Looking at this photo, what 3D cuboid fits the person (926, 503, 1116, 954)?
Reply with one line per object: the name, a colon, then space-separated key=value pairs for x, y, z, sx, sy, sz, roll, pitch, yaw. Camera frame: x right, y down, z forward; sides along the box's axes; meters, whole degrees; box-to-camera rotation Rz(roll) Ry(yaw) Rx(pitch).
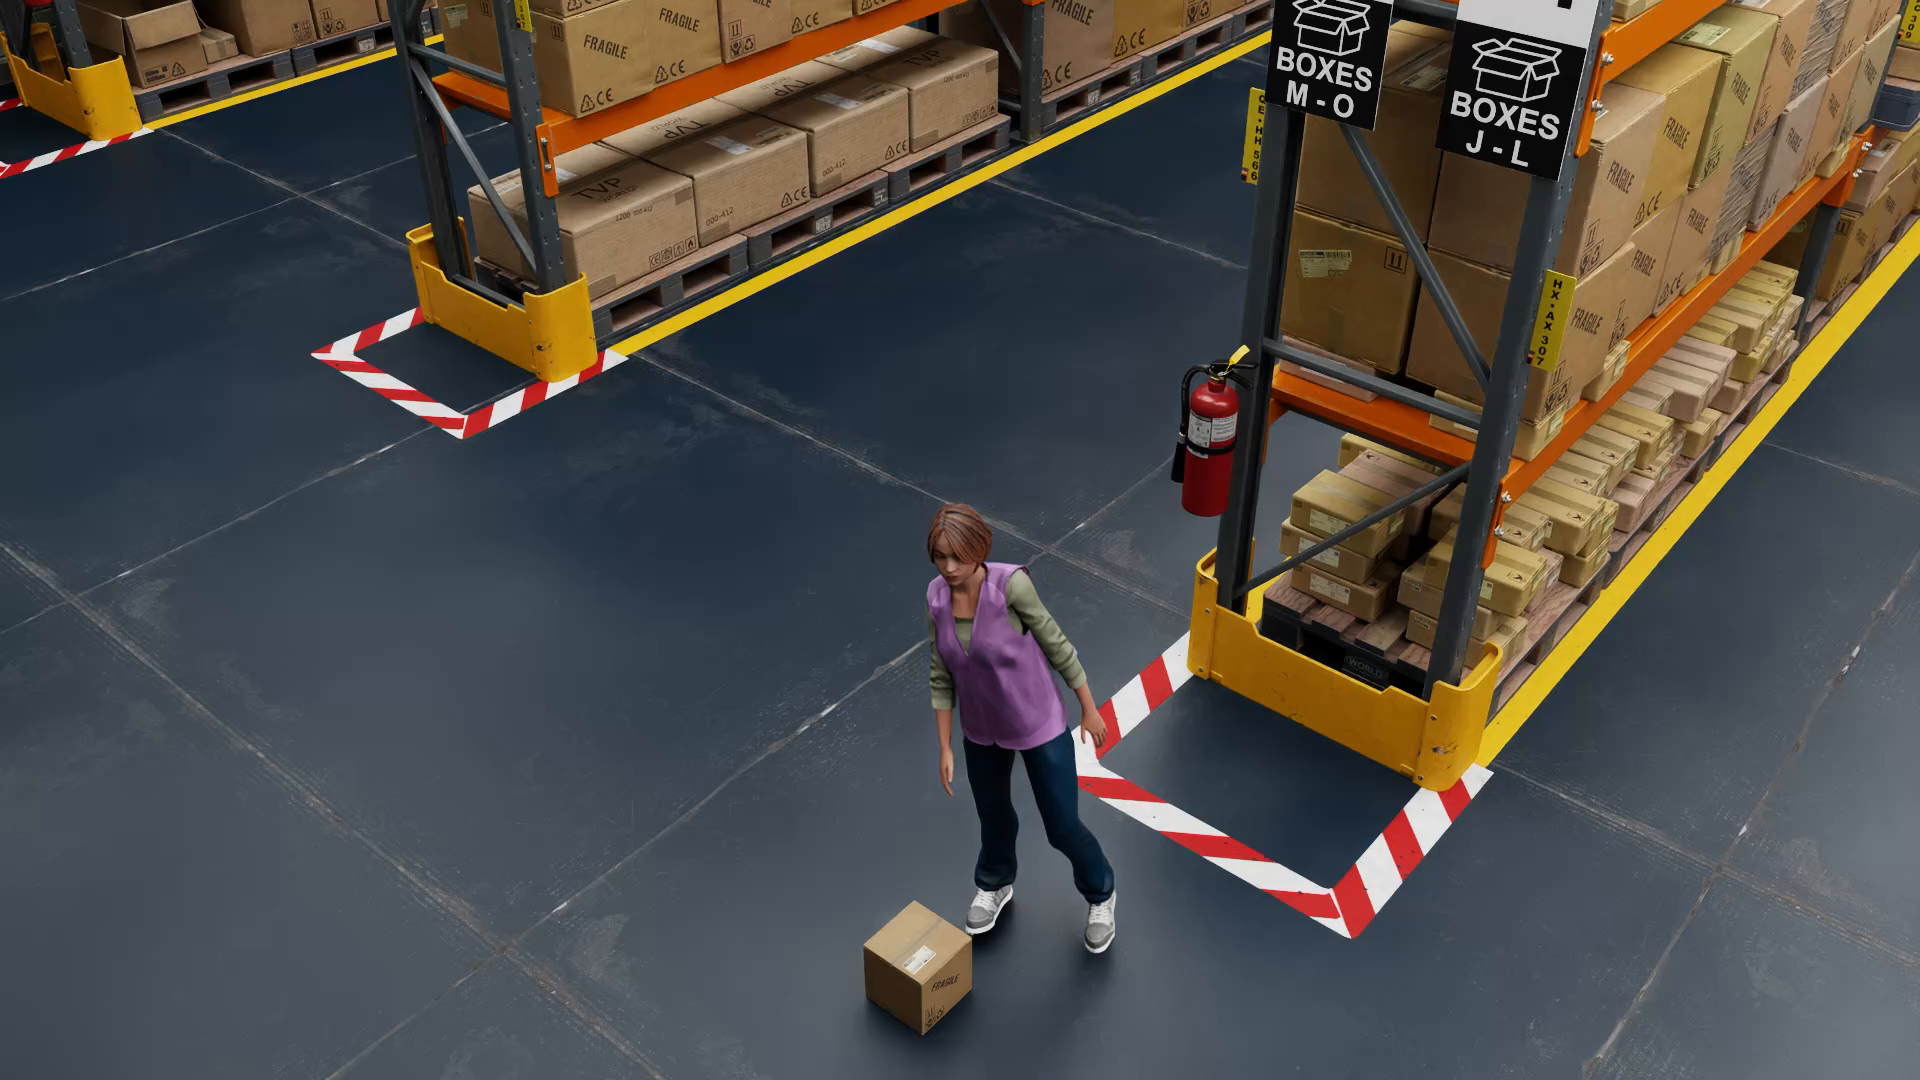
person: x=0.184 y=0.657 z=5.221 sx=0.723 sy=1.566 sz=0.422 roll=21 pitch=41 yaw=27
